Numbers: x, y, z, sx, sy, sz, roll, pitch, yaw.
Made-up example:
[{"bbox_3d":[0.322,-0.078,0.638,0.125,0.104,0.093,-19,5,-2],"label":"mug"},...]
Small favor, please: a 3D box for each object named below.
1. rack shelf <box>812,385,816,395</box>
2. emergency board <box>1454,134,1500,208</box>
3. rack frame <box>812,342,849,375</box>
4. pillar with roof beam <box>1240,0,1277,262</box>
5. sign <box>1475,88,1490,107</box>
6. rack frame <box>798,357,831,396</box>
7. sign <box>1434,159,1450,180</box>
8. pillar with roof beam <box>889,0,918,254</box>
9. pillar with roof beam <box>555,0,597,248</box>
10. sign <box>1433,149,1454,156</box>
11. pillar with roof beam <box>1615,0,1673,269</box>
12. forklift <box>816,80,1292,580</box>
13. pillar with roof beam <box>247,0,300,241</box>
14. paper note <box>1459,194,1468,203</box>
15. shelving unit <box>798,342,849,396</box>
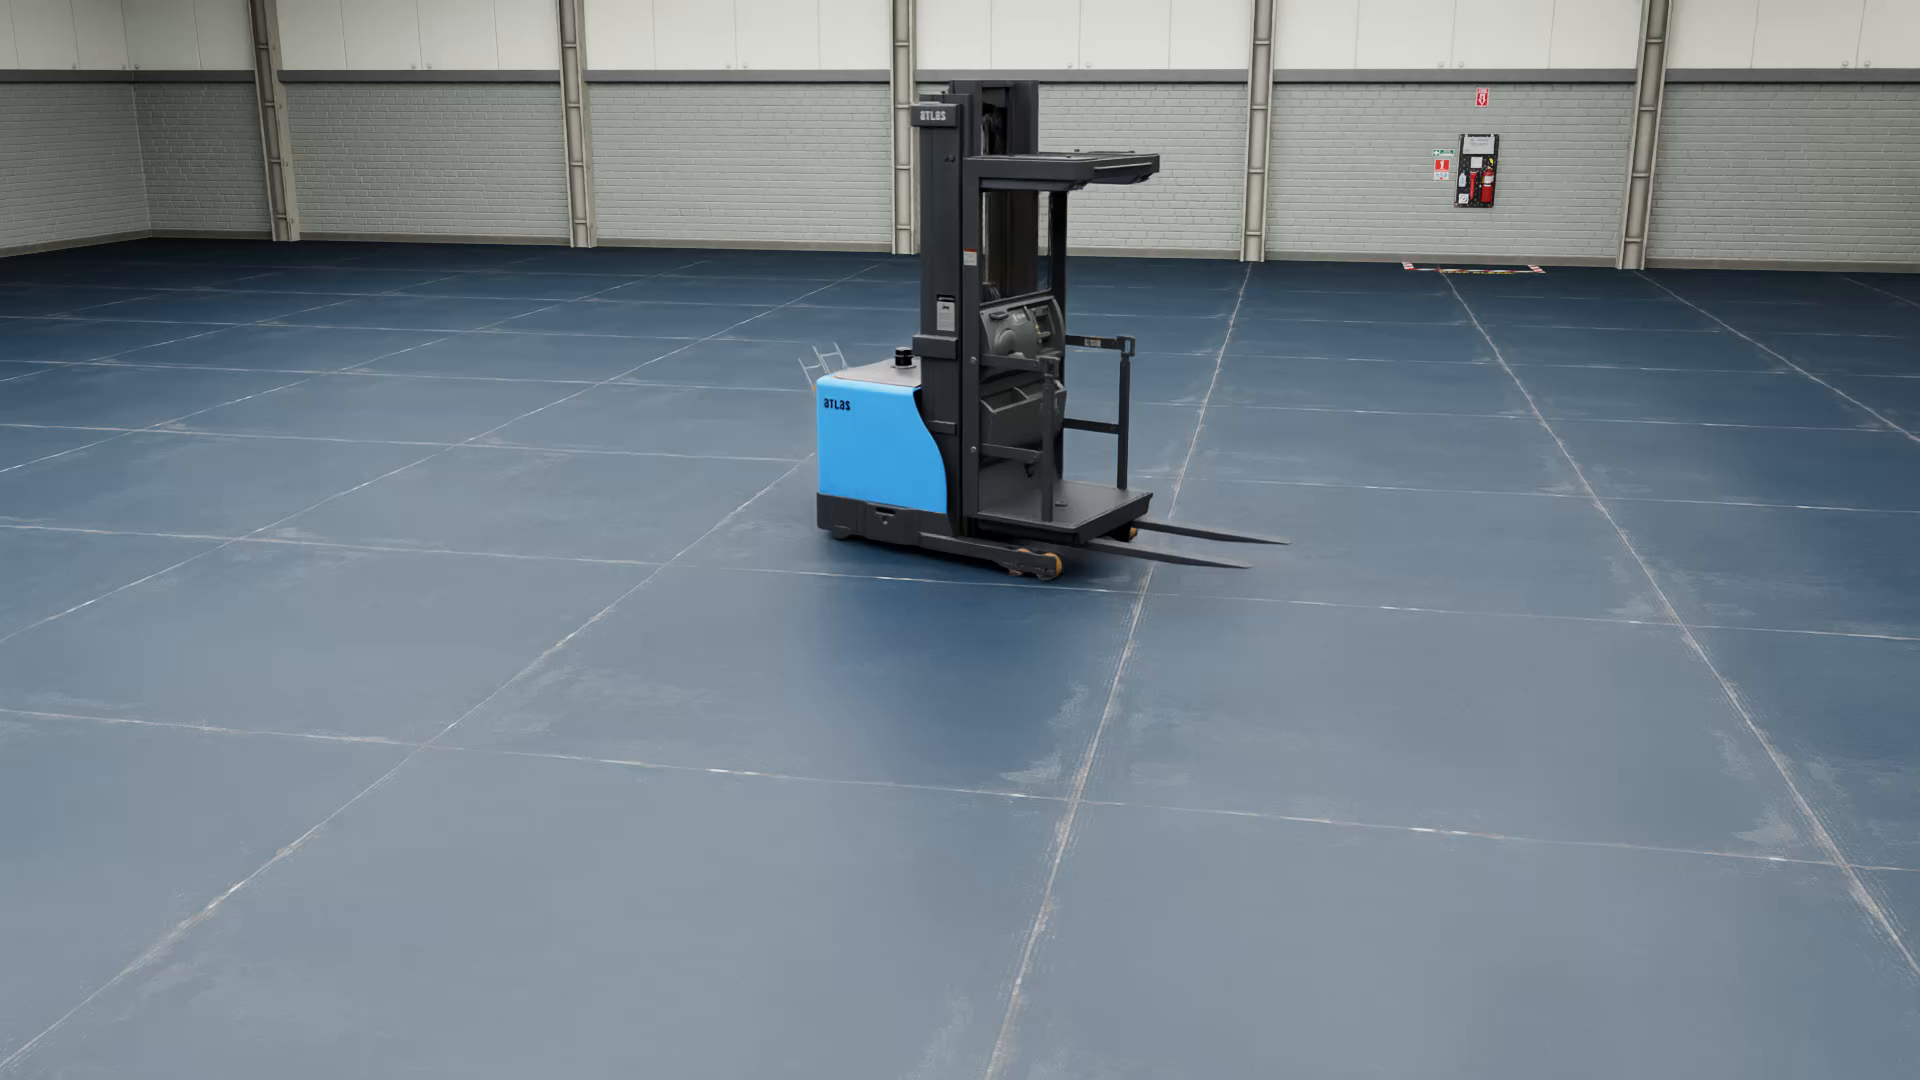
[{"bbox_3d":[-0.915,-1.123,12.025,0.258,0.103,0.180,-18,-12,-48],"label":"rack shelf"},{"bbox_3d":[8.382,-5.972,26.931,0.643,1.169,0.194,3,16,11],"label":"emergency board"},{"bbox_3d":[-0.719,-0.880,11.922,0.240,1.200,0.006,-18,-12,-48],"label":"rack frame"},{"bbox_3d":[4.059,-7.914,22.706,0.400,9.000,9.100,3,16,11],"label":"pillar with roof beam"},{"bbox_3d":[8.394,-7.115,26.717,0.199,0.298,0.001,3,16,11],"label":"sign"},{"bbox_3d":[-0.834,-0.805,12.043,0.240,1.200,0.006,-18,-12,-48],"label":"rack frame"},{"bbox_3d":[7.861,-6.045,27.129,0.234,0.329,0.001,3,16,11],"label":"sign"},{"bbox_3d":[-1.821,-8.233,23.858,0.400,9.000,9.100,3,16,11],"label":"pillar with roof beam"},{"bbox_3d":[-7.701,-8.553,25.010,0.400,9.000,9.100,3,16,11],"label":"pillar with roof beam"},{"bbox_3d":[7.864,-6.298,27.049,0.331,0.109,0.001,3,16,11],"label":"sign"},{"bbox_3d":[9.938,-7.595,21.554,0.400,9.000,9.100,3,16,11],"label":"pillar with roof beam"},{"bbox_3d":[0.568,-1.329,10.298,3.031,2.935,1.130,10,18,31],"label":"forklift"},{"bbox_3d":[-13.580,-8.872,26.163,0.400,9.000,9.100,3,16,11],"label":"pillar with roof beam"},{"bbox_3d":[8.222,-5.574,27.147,0.142,0.148,0.016,3,16,11],"label":"paper note"},{"bbox_3d":[-0.776,-0.842,11.982,0.258,1.200,0.189,-18,-12,-48],"label":"shelving unit"}]
